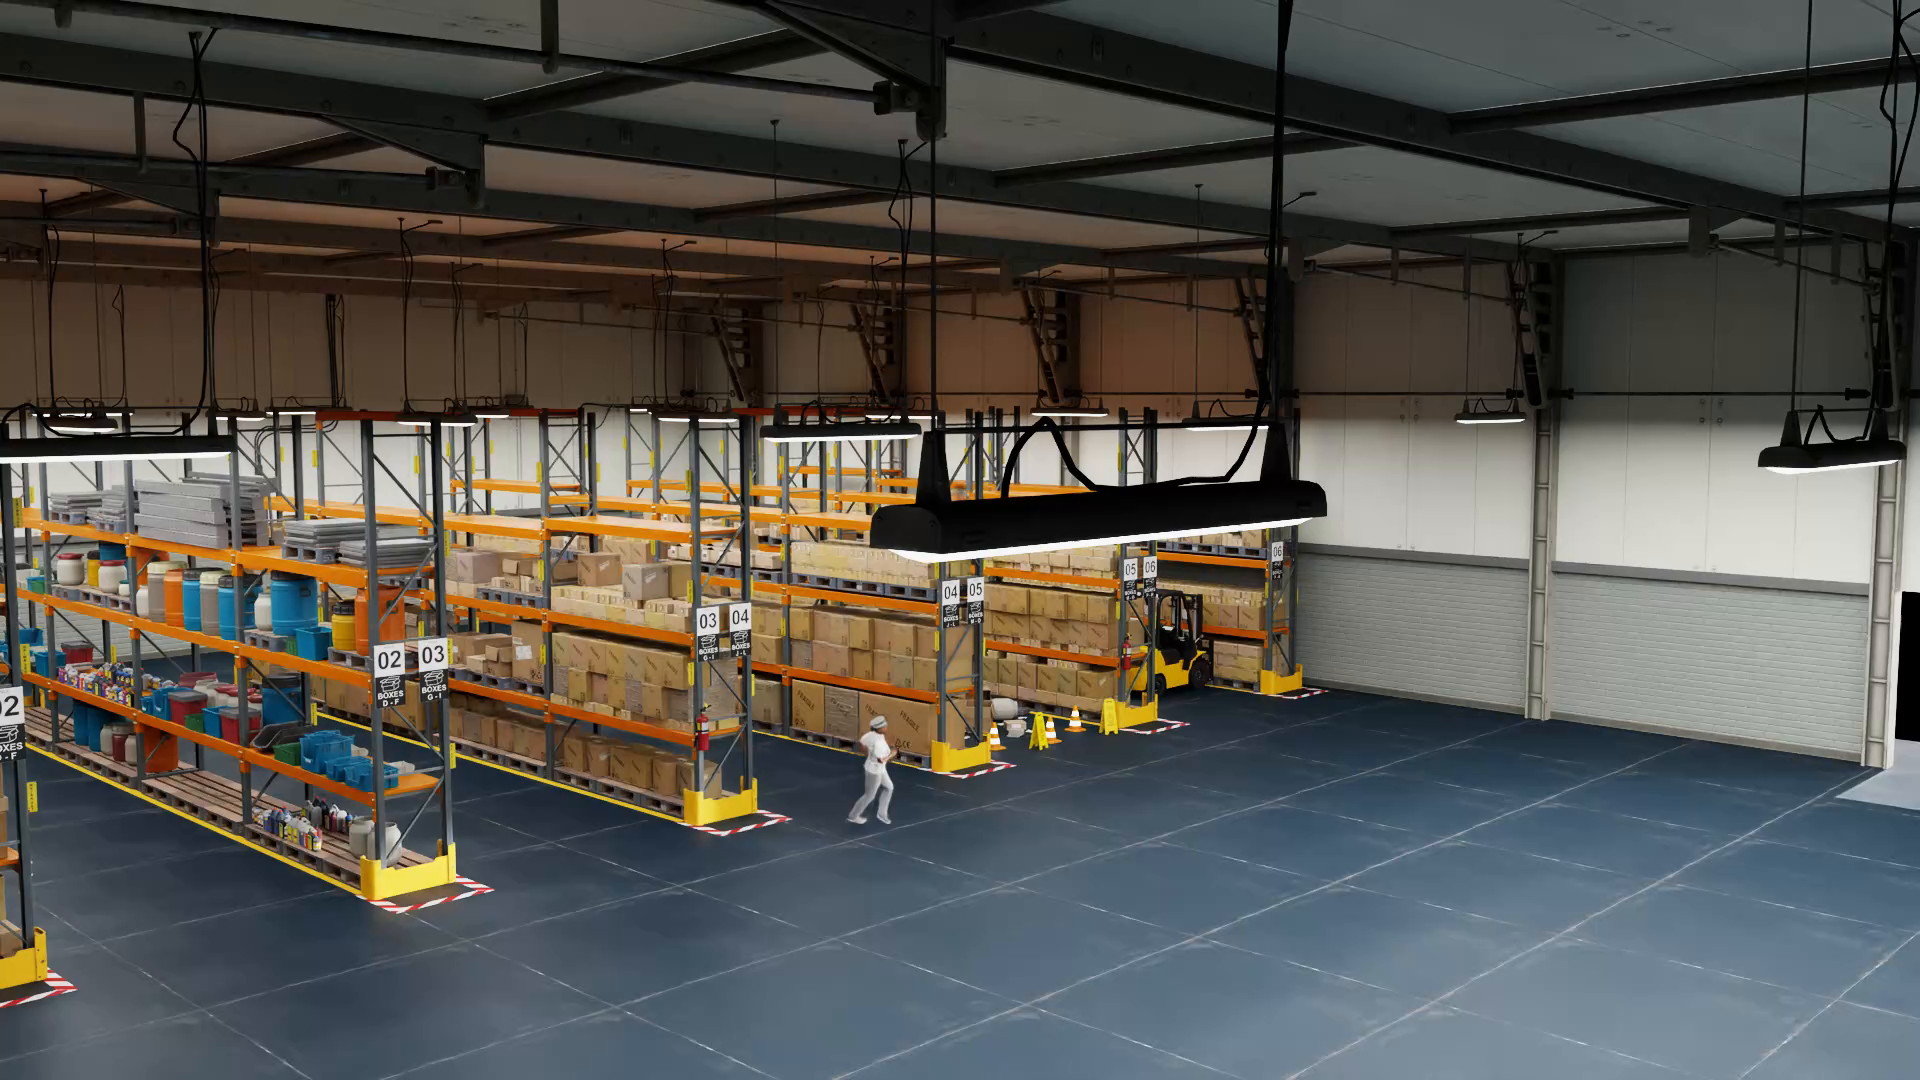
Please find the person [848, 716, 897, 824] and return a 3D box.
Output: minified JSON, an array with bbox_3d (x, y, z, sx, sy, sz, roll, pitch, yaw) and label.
[{"bbox_3d":[-1.268,3.378,24.118,0.718,1.699,0.664,-1,5,-7],"label":"person"}]
